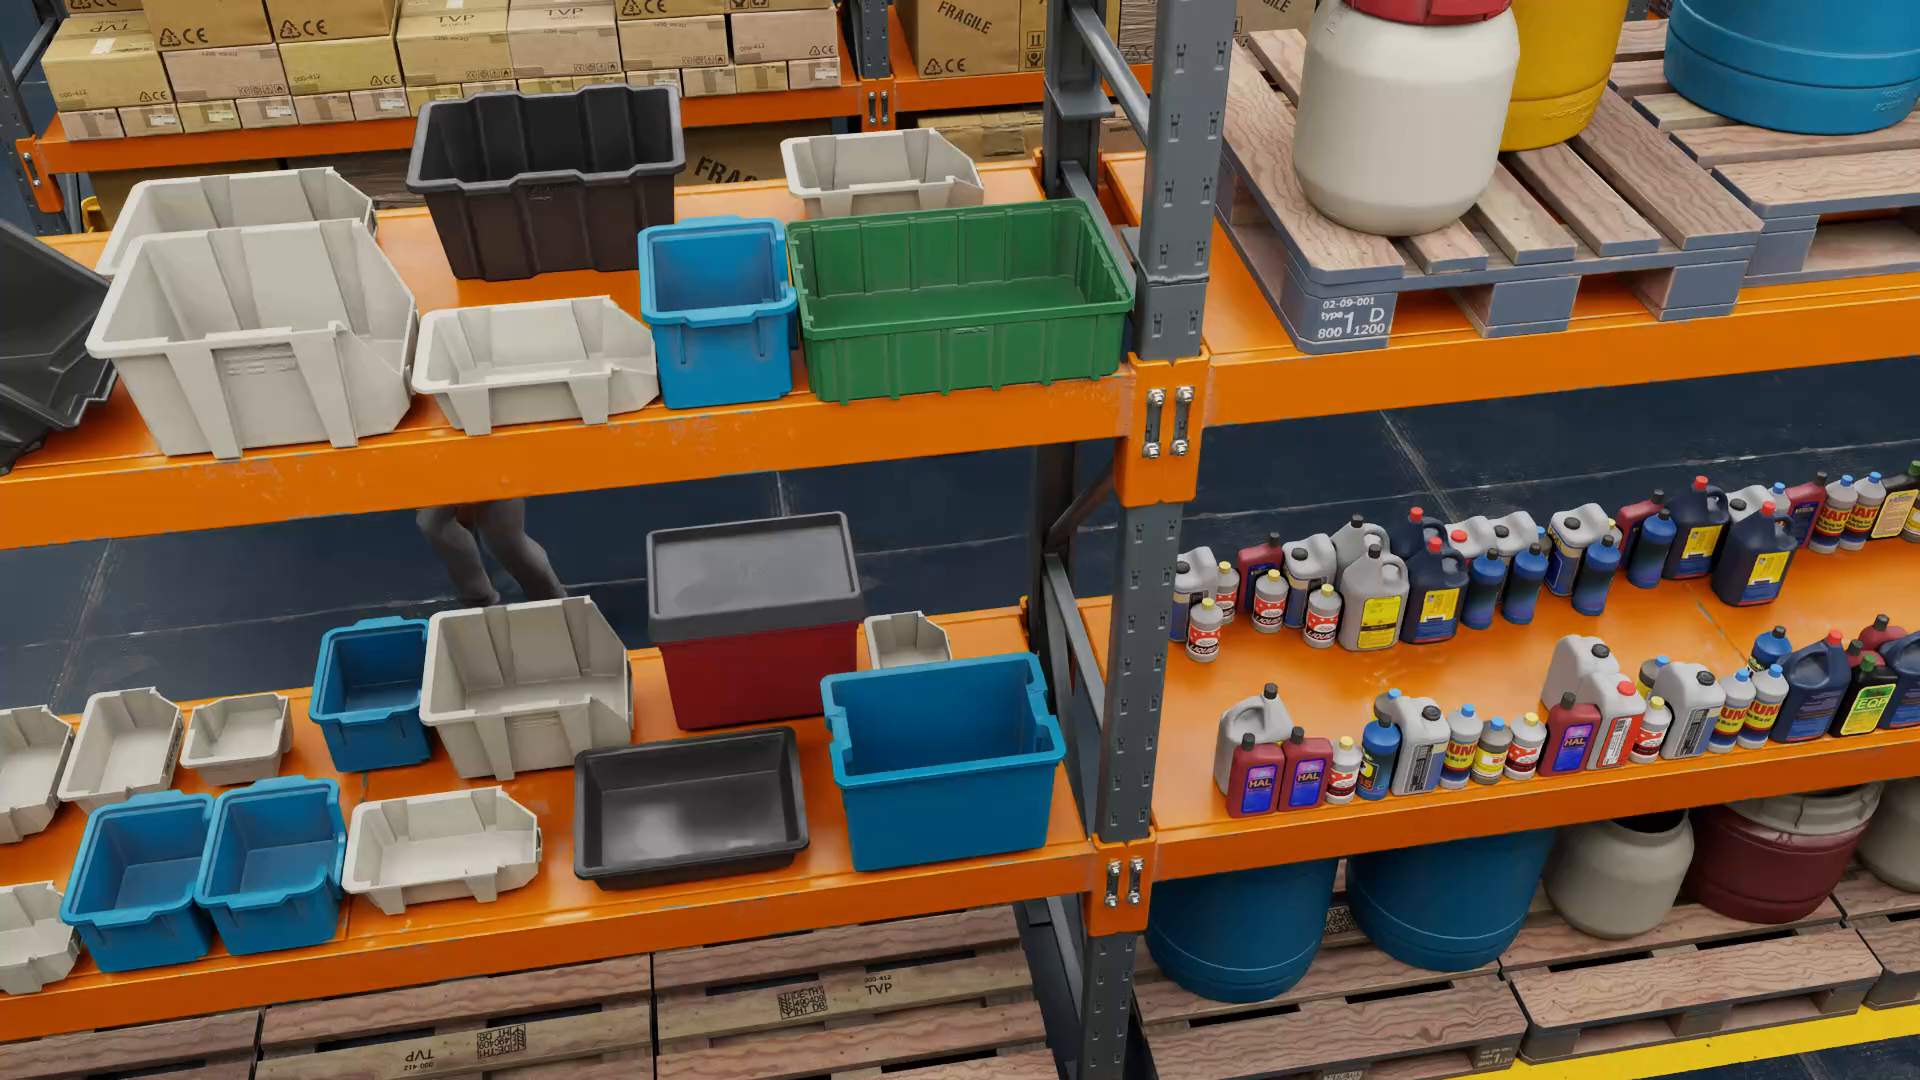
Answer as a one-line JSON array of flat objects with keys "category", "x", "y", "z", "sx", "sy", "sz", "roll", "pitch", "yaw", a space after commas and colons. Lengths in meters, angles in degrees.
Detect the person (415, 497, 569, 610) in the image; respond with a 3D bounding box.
[{"category": "person", "x": -1.896, "y": -0.272, "z": 6.495, "sx": 0.511, "sy": 1.750, "sz": 0.483, "roll": -16, "pitch": 42, "yaw": -19}]
